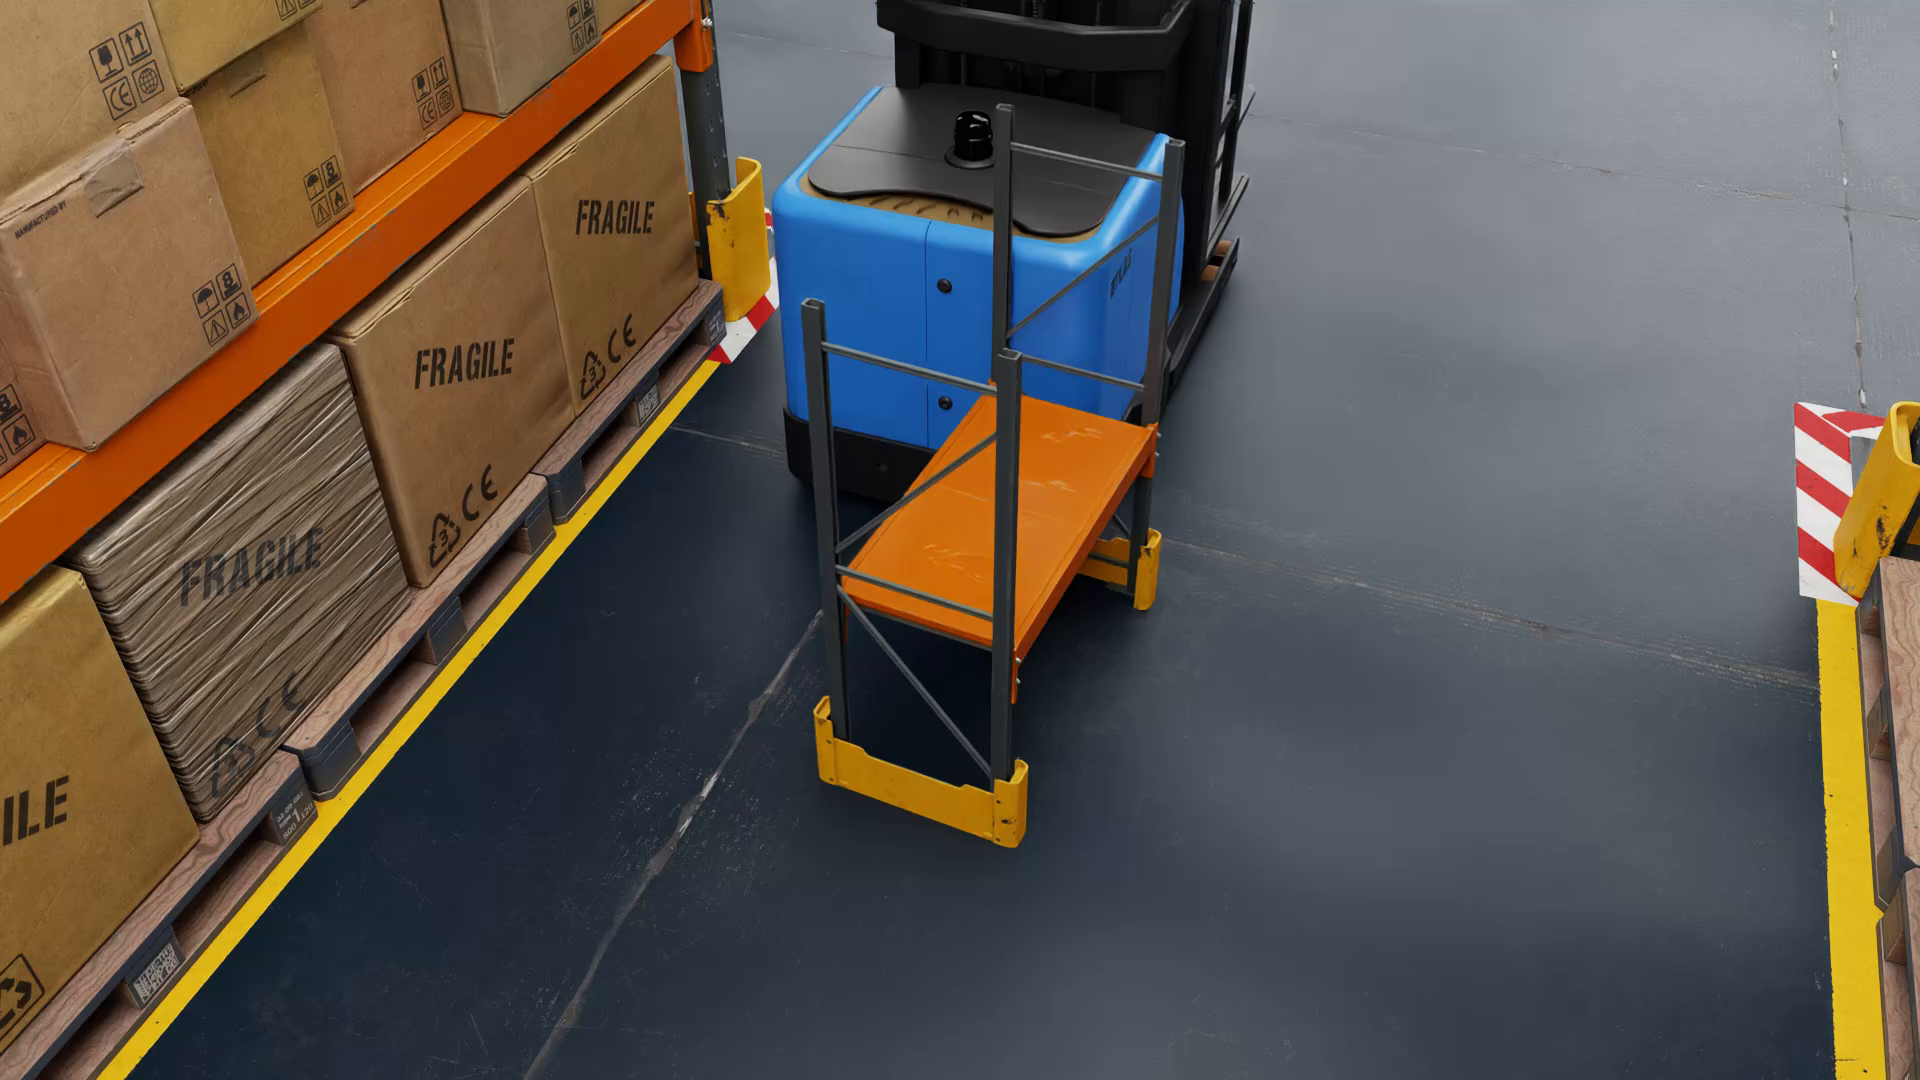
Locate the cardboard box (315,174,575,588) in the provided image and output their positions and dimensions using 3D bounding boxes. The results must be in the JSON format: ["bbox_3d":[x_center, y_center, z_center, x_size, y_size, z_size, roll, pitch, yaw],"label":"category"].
[{"bbox_3d":[-1.794,-0.547,4.893,0.875,0.875,0.875,13,42,14],"label":"cardboard box"}]

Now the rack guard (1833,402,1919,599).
[{"bbox_3d":[3.275,-0.001,4.866,1.175,0.500,0.348,13,42,15],"label":"rack guard"}]

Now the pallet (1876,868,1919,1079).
[{"bbox_3d":[2.545,1.338,3.519,1.003,0.211,1.213,13,42,15],"label":"pallet"}]

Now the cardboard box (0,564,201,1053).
[{"bbox_3d":[-2.413,0.559,3.597,0.875,0.875,0.875,14,42,16],"label":"cardboard box"}]

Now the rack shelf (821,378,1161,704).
[{"bbox_3d":[0.108,-0.032,4.410,0.538,0.185,1.000,17,43,19],"label":"rack shelf"}]

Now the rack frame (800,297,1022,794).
[{"bbox_3d":[-0.106,0.130,3.942,0.500,1.500,0.032,17,43,19],"label":"rack frame"}]

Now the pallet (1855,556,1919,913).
[{"bbox_3d":[2.964,0.596,4.388,1.003,0.211,1.213,13,42,15],"label":"pallet"}]

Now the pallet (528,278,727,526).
[{"bbox_3d":[-1.525,-0.595,5.785,1.003,0.211,1.213,13,42,15],"label":"pallet"}]

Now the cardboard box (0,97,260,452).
[{"bbox_3d":[-2.116,-0.650,3.585,0.875,0.550,0.550,13,42,15],"label":"cardboard box"}]

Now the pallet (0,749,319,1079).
[{"bbox_3d":[-2.360,0.893,4.040,1.003,0.211,1.213,13,42,15],"label":"pallet"}]

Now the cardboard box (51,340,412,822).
[{"bbox_3d":[-2.108,0.009,4.242,0.875,0.875,0.875,14,42,15],"label":"cardboard box"}]

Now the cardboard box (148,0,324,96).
[{"bbox_3d":[-1.968,-1.392,3.622,0.875,0.550,0.500,13,42,15],"label":"cardboard box"}]

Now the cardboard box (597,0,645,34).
[{"bbox_3d":[-1.410,-1.982,5.146,0.875,0.550,0.550,13,42,15],"label":"cardboard box"}]

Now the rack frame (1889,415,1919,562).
[{"bbox_3d":[3.301,-0.998,4.109,1.000,3.000,0.127,13,42,15],"label":"rack frame"}]

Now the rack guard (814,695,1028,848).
[{"bbox_3d":[-0.105,0.605,4.349,0.587,0.250,0.087,17,43,19],"label":"rack guard"}]

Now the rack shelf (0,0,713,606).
[{"bbox_3d":[-2.009,-0.667,4.275,1.077,0.370,4.000,13,42,15],"label":"rack shelf"}]

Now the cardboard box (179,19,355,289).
[{"bbox_3d":[-2.029,-0.995,3.990,0.875,0.550,0.500,13,42,15],"label":"cardboard box"}]

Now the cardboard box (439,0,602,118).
[{"bbox_3d":[-1.577,-1.641,4.747,0.875,0.550,0.550,13,42,15],"label":"cardboard box"}]

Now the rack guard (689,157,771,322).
[{"bbox_3d":[-1.317,-1.225,6.300,1.175,0.500,0.348,13,42,15],"label":"rack guard"}]

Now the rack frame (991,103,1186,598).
[{"bbox_3d":[0.322,-0.469,4.644,0.500,1.500,0.032,17,43,19],"label":"rack frame"}]

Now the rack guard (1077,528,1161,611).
[{"bbox_3d":[0.314,0.018,5.036,0.587,0.250,0.087,17,43,19],"label":"rack guard"}]

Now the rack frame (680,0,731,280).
[{"bbox_3d":[-1.326,-2.161,5.472,1.000,3.000,0.127,13,42,15],"label":"rack frame"}]

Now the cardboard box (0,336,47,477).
[{"bbox_3d":[-2.412,-0.346,3.229,0.875,0.550,0.550,13,42,15],"label":"cardboard box"}]

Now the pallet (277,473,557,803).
[{"bbox_3d":[-1.944,0.147,4.916,1.003,0.211,1.213,13,42,15],"label":"pallet"}]

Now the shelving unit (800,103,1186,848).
[{"bbox_3d":[0.105,-0.164,4.287,0.587,1.500,1.083,17,43,19],"label":"shelving unit"}]

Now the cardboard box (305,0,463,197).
[{"bbox_3d":[-1.887,-1.328,4.379,0.875,0.550,0.550,13,42,15],"label":"cardboard box"}]

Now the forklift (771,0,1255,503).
[{"bbox_3d":[0.430,-2.072,5.421,1.130,2.935,3.031,14,42,15],"label":"forklift"}]

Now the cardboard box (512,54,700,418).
[{"bbox_3d":[-1.495,-1.084,5.523,0.875,0.875,0.875,14,42,15],"label":"cardboard box"}]

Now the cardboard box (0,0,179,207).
[{"bbox_3d":[-2.142,-1.067,3.241,0.875,0.550,0.550,13,42,15],"label":"cardboard box"}]
